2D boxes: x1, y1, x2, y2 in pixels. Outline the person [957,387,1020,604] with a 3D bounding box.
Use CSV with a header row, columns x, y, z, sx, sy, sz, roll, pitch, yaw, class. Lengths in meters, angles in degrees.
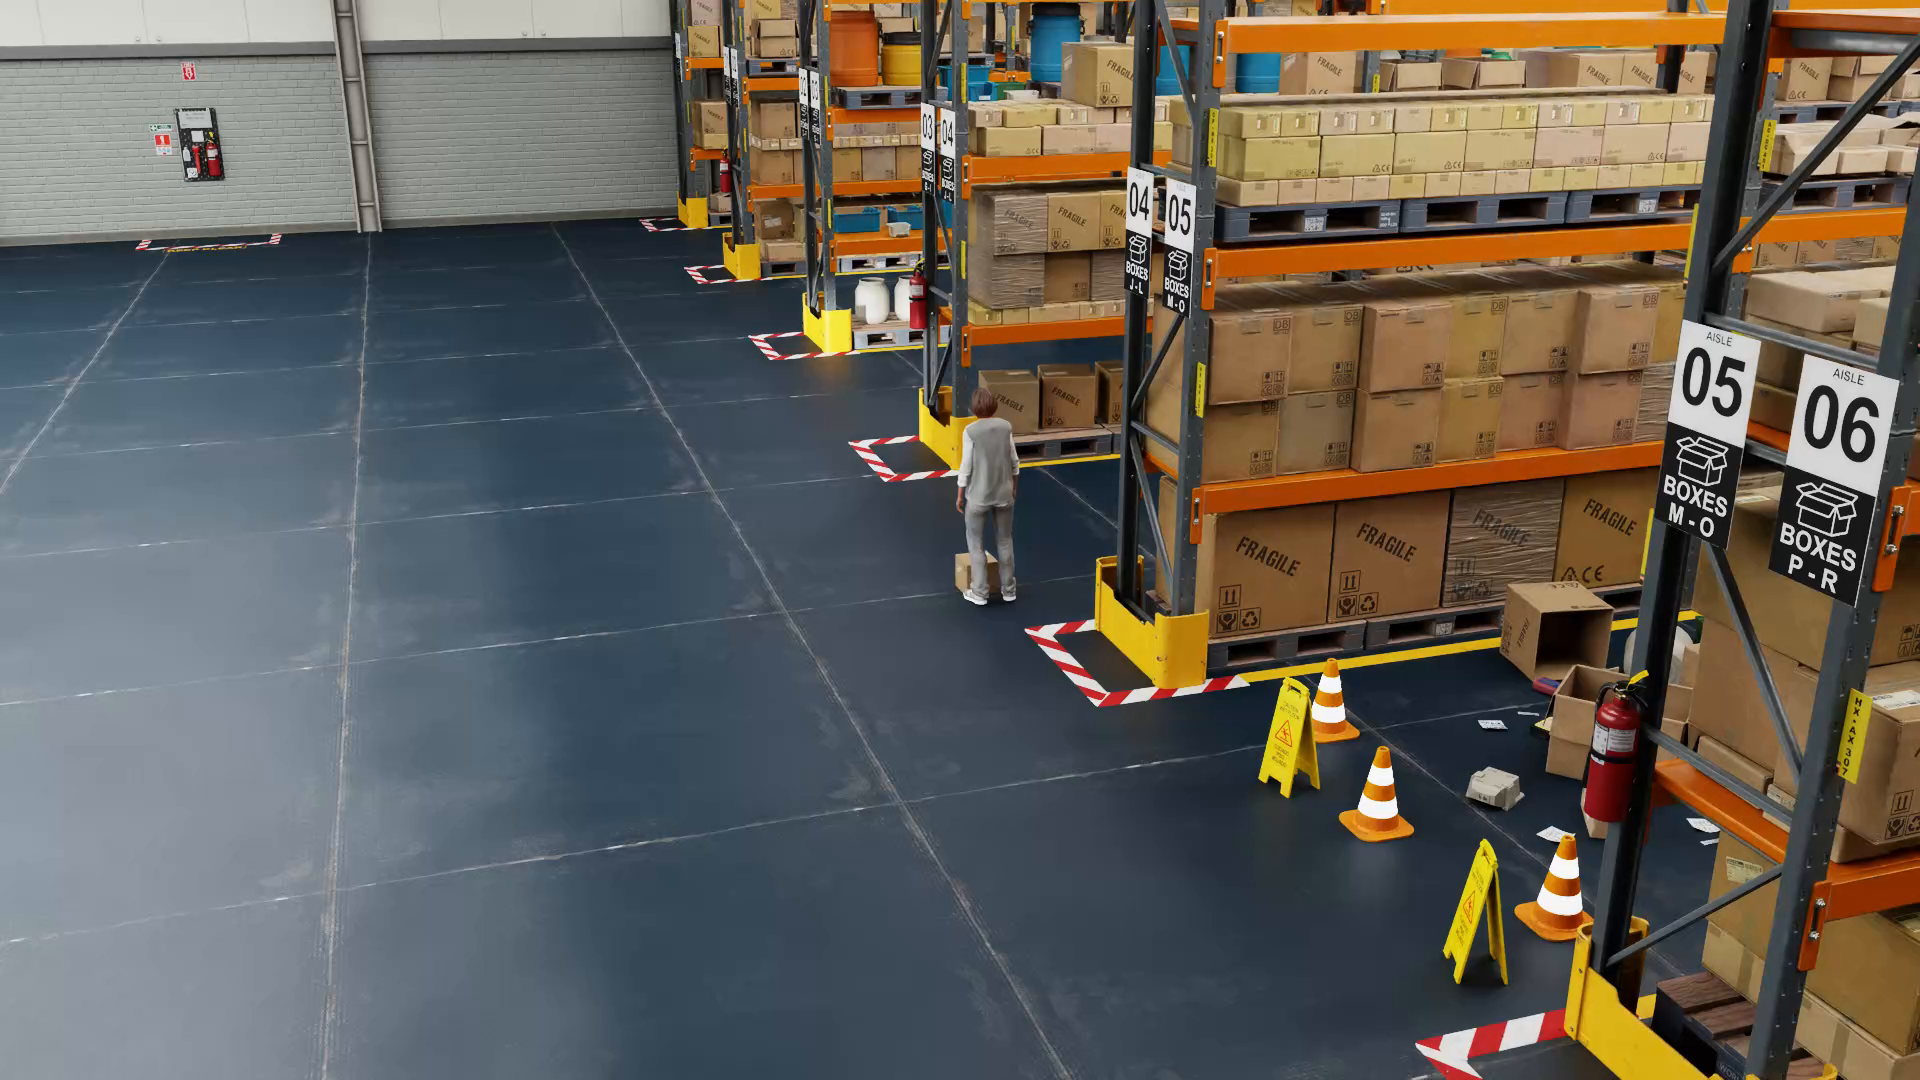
x,y,z,sx,sy,sz,roll,pitch,yaw,class
0.206,-0.308,11.952,0.479,1.593,0.345,-7,21,-19,person
